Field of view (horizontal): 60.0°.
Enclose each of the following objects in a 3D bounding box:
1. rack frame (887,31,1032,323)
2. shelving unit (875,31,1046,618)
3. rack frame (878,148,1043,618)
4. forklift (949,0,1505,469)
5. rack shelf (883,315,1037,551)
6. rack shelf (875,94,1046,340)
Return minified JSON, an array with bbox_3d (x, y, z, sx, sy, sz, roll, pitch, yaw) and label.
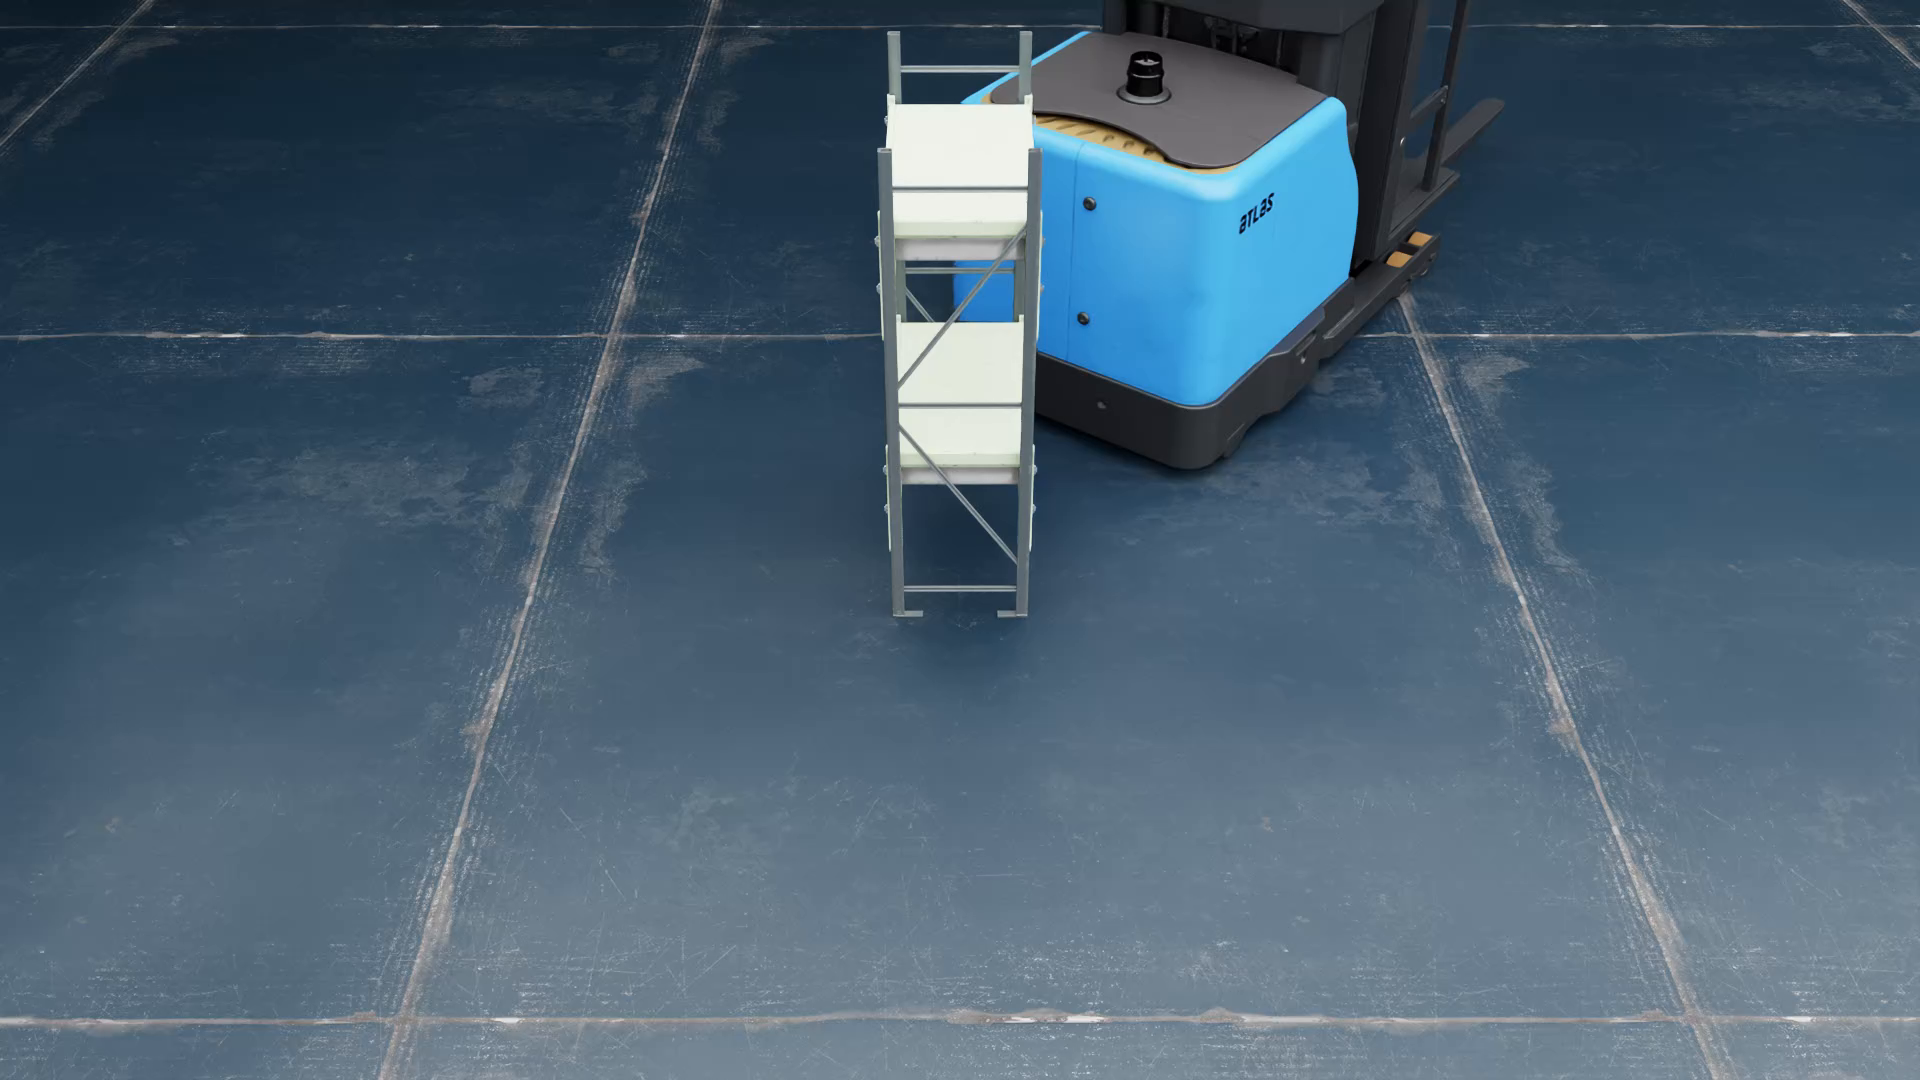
[{"bbox_3d":[0.000,-0.818,5.072,0.400,1.500,0.023,0,39,0],"label":"rack frame"},{"bbox_3d":[0.000,-0.589,4.786,0.431,1.500,0.755,0,39,0],"label":"shelving unit"},{"bbox_3d":[0.000,-0.361,4.501,0.400,1.500,0.023,0,39,0],"label":"rack frame"},{"bbox_3d":[1.233,-2.249,5.713,1.130,2.935,3.031,24,45,27],"label":"forklift"},{"bbox_3d":[0.000,-0.335,4.990,0.431,0.370,0.720,0,39,0],"label":"rack shelf"},{"bbox_3d":[0.000,-0.894,4.542,0.431,0.370,0.720,0,39,0],"label":"rack shelf"}]
